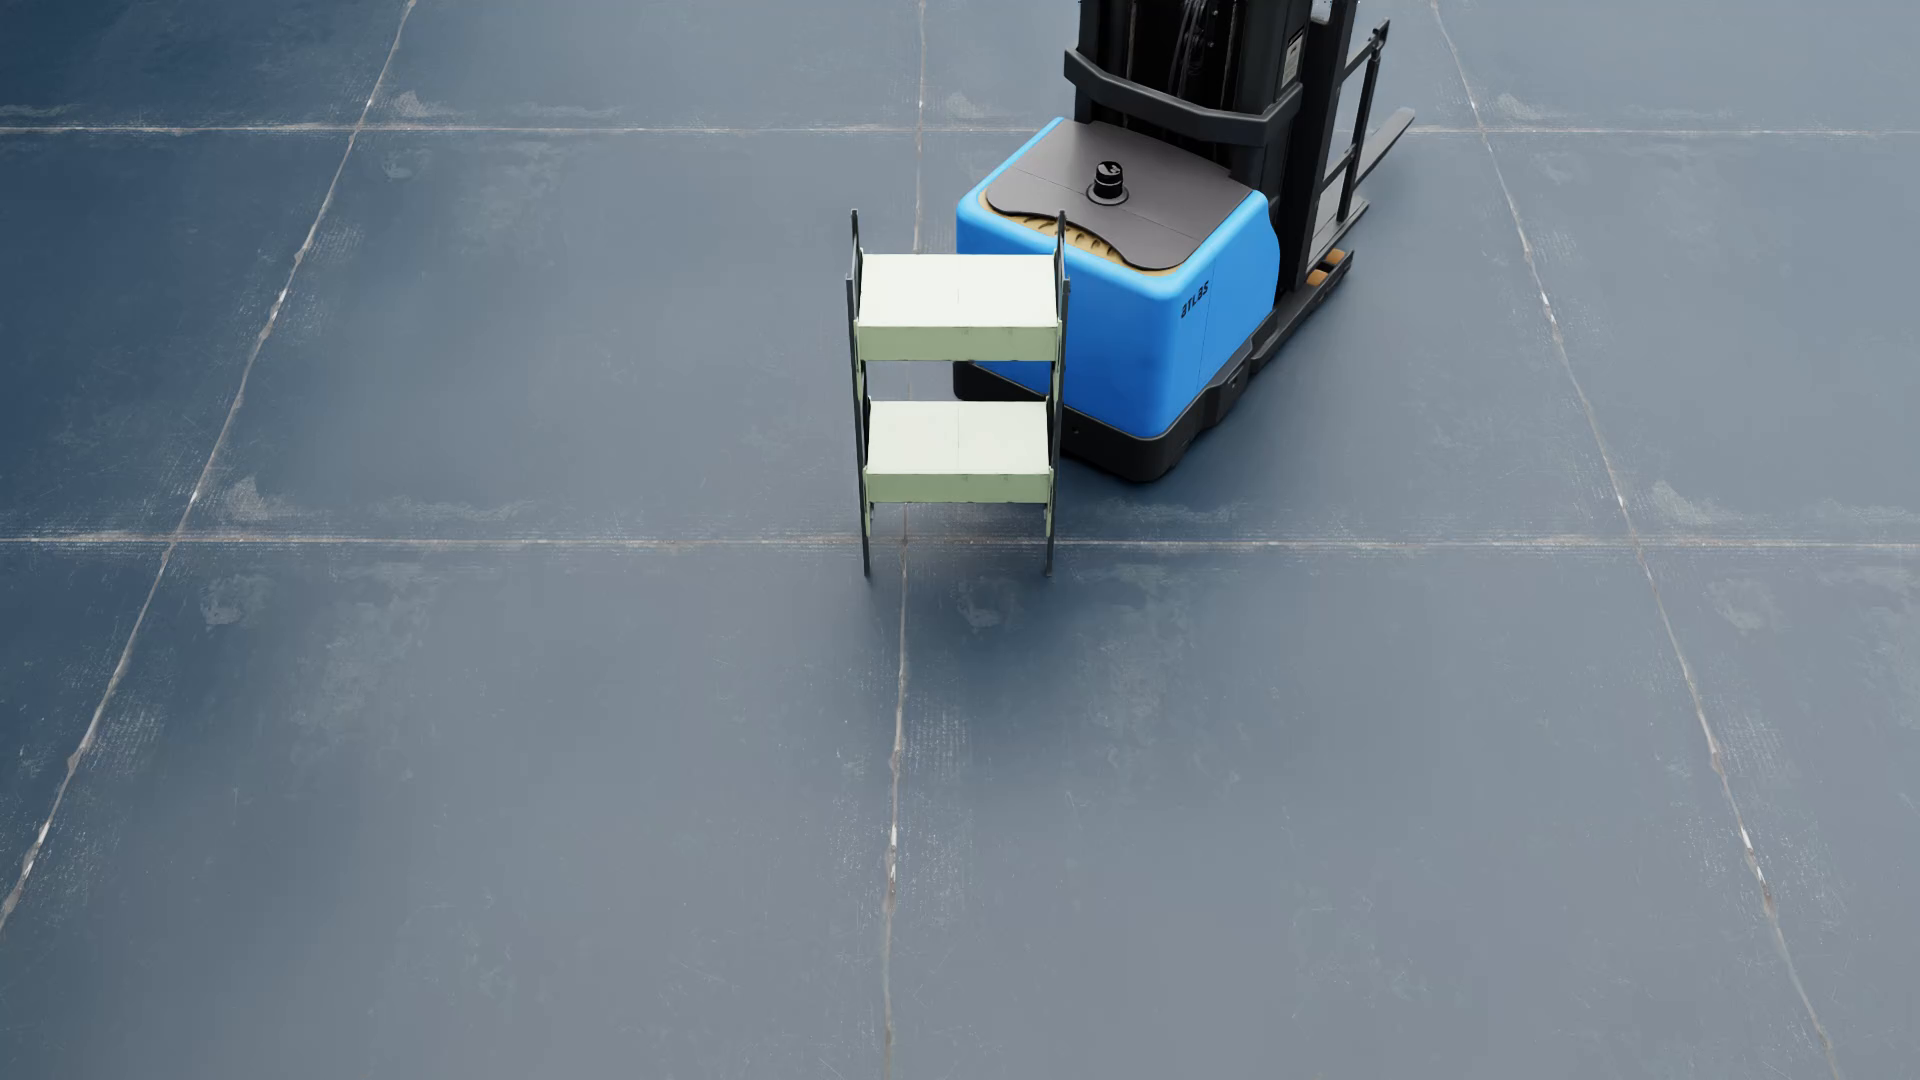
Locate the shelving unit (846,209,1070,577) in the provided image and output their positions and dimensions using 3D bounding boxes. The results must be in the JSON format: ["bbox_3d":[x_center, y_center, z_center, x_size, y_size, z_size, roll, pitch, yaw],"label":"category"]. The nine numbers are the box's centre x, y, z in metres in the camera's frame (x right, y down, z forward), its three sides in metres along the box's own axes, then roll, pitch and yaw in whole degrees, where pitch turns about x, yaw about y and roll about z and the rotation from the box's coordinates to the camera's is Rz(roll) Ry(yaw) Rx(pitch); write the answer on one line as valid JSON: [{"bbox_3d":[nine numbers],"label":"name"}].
[{"bbox_3d":[14.695,-0.461,6.235,30.159,1.500,6.000,0,47,0],"label":"shelving unit"}]

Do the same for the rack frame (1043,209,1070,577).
[{"bbox_3d":[0.359,-0.510,6.281,0.023,1.500,0.400,0,47,0],"label":"rack frame"}]

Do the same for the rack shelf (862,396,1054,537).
[{"bbox_3d":[14.704,-0.157,6.561,30.141,0.609,6.000,0,47,0],"label":"rack shelf"}]

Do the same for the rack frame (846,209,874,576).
[{"bbox_3d":[-0.373,-0.512,6.283,0.023,1.500,0.400,0,47,0],"label":"rack frame"}]

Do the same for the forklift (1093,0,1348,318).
[{"bbox_3d":[20.027,-4.200,4.584,32.329,9.011,23.833,27,53,23],"label":"forklift"}]
